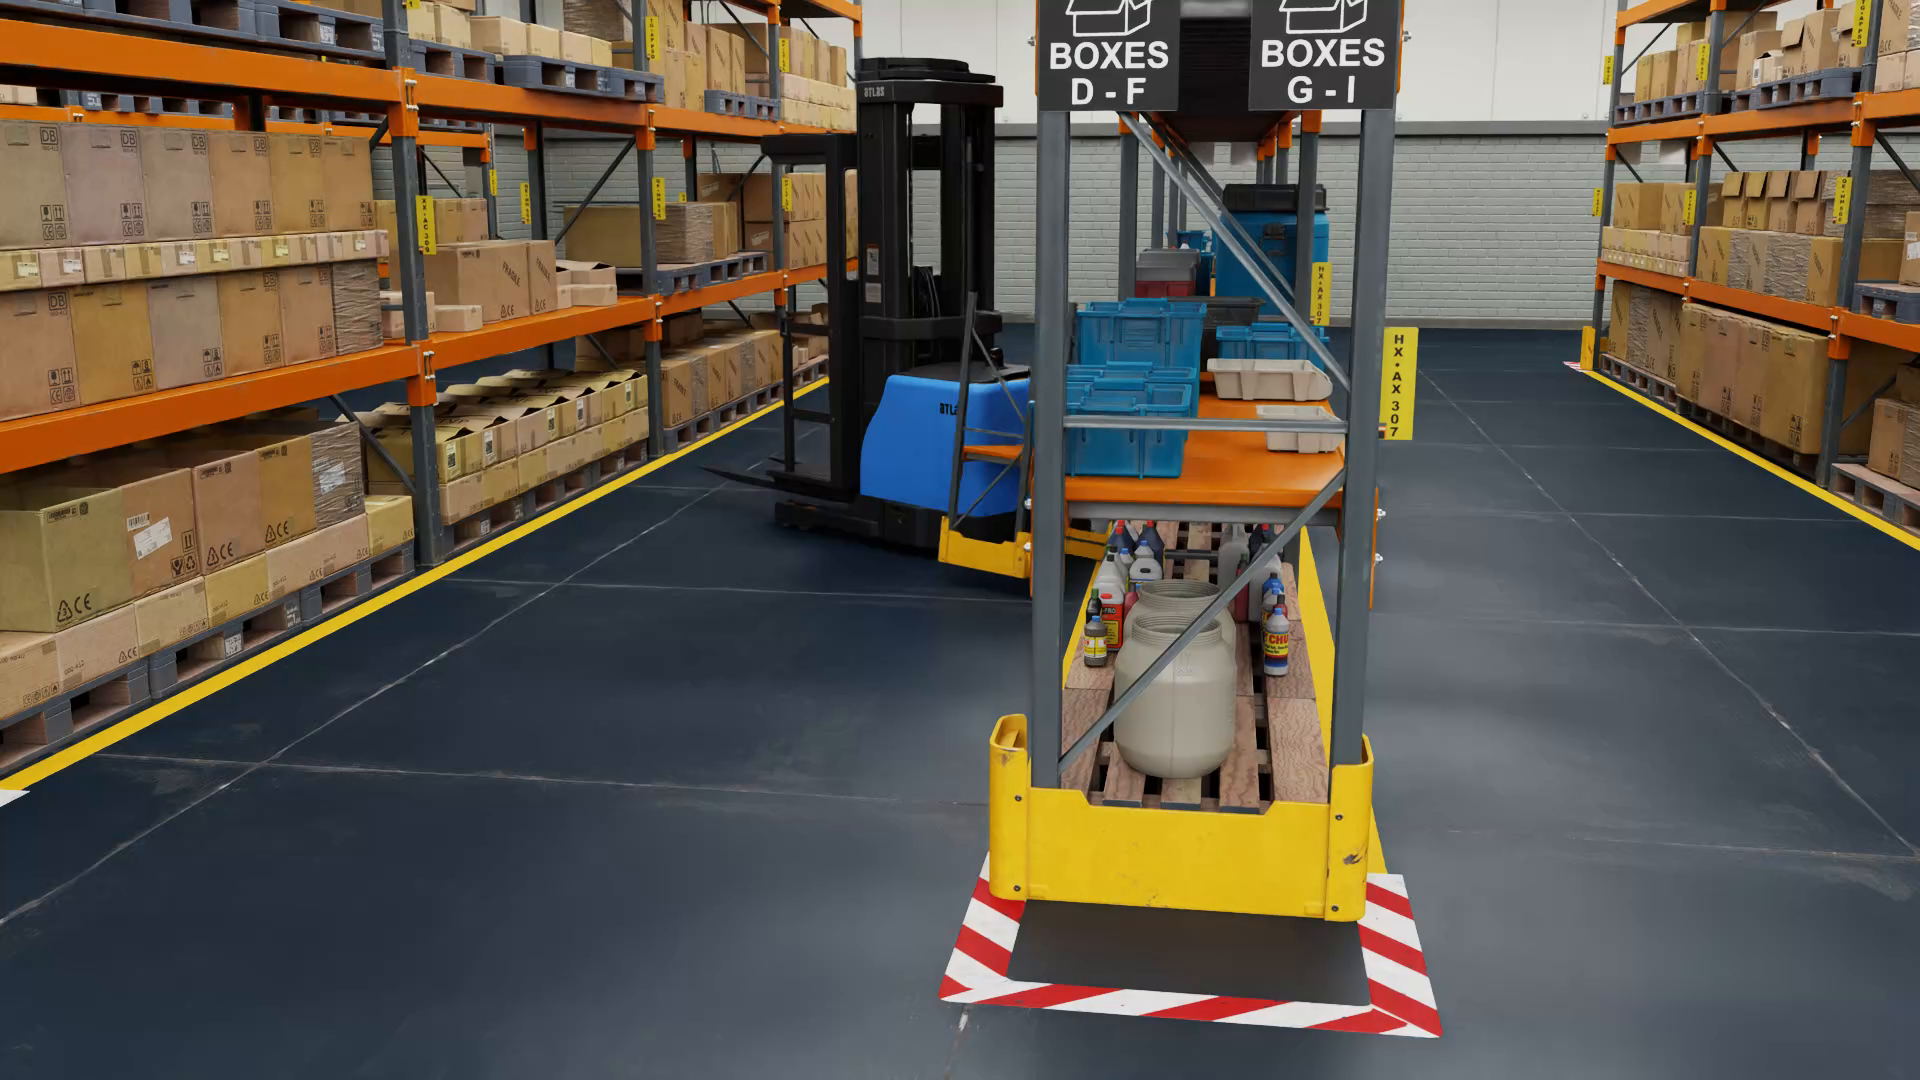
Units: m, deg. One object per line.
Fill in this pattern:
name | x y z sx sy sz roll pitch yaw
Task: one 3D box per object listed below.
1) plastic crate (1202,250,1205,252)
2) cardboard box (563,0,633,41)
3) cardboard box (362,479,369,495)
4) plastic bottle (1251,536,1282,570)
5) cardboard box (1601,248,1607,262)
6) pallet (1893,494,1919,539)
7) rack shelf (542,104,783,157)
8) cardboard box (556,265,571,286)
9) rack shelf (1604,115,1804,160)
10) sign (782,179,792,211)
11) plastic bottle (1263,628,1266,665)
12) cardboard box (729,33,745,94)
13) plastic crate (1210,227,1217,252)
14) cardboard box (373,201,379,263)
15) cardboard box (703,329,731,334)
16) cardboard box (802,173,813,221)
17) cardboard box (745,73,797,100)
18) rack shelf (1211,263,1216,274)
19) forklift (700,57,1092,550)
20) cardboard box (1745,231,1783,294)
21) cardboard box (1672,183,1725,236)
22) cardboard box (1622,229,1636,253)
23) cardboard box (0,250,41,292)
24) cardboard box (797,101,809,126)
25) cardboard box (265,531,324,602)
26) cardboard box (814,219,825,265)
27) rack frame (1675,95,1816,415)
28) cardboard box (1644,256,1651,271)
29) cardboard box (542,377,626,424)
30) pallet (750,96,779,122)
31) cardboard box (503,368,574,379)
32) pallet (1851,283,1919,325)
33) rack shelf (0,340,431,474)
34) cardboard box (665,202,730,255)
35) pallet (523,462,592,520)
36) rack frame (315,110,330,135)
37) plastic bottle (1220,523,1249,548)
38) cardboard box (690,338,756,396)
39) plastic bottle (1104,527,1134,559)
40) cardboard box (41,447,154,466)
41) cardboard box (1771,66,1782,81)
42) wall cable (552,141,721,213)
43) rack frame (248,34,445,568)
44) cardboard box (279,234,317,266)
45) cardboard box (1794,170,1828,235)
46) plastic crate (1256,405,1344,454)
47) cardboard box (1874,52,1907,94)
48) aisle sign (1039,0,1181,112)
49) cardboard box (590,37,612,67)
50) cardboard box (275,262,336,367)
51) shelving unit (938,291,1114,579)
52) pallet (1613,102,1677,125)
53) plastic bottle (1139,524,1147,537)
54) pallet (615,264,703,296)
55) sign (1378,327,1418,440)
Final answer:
plastic crate | 2.540 -3.106 18.270 0.293 0.136 0.466 2 12 9
cardboard box | -2.867 -4.257 13.395 0.500 0.500 0.500 2 12 9
cardboard box | -3.778 -0.286 10.232 0.500 0.250 0.500 2 12 8
plastic bottle | 1.445 0.162 7.864 0.144 0.351 0.185 2 12 8
cardboard box | 7.697 -3.320 19.374 0.380 0.149 0.250 2 12 9
pallet | 6.536 -0.061 10.277 1.003 0.211 1.213 2 12 9
rack shelf | -2.633 -3.693 15.098 1.077 0.370 4.000 2 12 9
cardboard box | -3.269 -1.939 12.581 0.500 0.311 0.500 2 12 8
rack shelf | 7.771 -4.204 17.468 1.077 0.370 4.000 2 12 9
sign | -1.776 -3.544 17.068 0.100 0.325 0.005 2 12 9
plastic bottle | 1.326 0.428 6.983 0.097 0.201 0.097 0 12 0
cardboard box | -2.475 -4.662 16.413 0.600 0.600 0.600 1 12 3
plastic crate | 3.317 -3.637 20.024 0.616 0.435 0.499 2 12 9
cardboard box | -7.121 -3.414 18.501 0.980 0.700 0.700 2 12 10
cardboard box | -2.640 -1.895 17.056 0.500 0.500 0.500 1 12 6
cardboard box | -1.896 -3.729 18.065 0.500 0.500 0.500 1 12 7
cardboard box | -2.005 -4.725 17.349 0.500 0.250 0.500 2 12 9
rack shelf | 2.877 -2.898 18.529 1.077 0.370 4.000 2 12 9
forklift | -0.568 -1.557 10.759 1.130 2.935 3.031 -12 17 -43
cardboard box | 6.917 -2.318 13.891 0.500 0.500 0.500 2 12 10
cardboard box | 7.269 -3.216 16.166 0.500 0.500 0.500 2 12 10
cardboard box | 7.583 -3.274 18.214 0.500 0.250 0.500 1 12 7
cardboard box | -3.820 -1.044 6.443 0.380 0.149 0.250 2 12 9
cardboard box | -1.925 -4.585 17.884 0.500 0.250 0.500 2 12 9
cardboard box | -3.560 0.121 8.340 0.500 0.250 0.500 2 12 9
cardboard box | -1.823 -3.352 18.689 0.500 0.500 0.500 2 12 8
rack frame | 7.463 -2.673 15.777 1.000 3.000 0.127 2 12 9
cardboard box | 7.383 -2.892 17.388 0.380 0.149 0.250 2 12 8
cardboard box | -2.851 -1.072 12.546 0.500 0.311 0.500 2 12 8
pallet | -2.495 -4.236 16.354 1.213 0.211 1.003 2 12 9
cardboard box | -3.311 -1.198 13.131 0.500 0.311 0.500 2 12 11
pallet | 6.843 -1.595 11.229 1.213 0.211 1.003 2 12 9
rack shelf | -3.863 -0.561 7.686 1.077 0.370 4.000 2 12 9
cardboard box | -2.662 -3.012 16.117 0.700 0.500 0.500 4 13 18
pallet | -3.295 -0.376 11.735 1.003 0.211 1.213 2 12 9
rack frame | -7.220 -3.155 18.011 1.000 3.000 0.127 2 12 9
plastic bottle | 1.382 0.050 8.383 0.144 0.351 0.185 2 12 9
cardboard box | -2.280 -1.669 16.006 0.500 0.500 0.500 2 12 9
plastic bottle | 0.775 0.106 8.127 0.144 0.351 0.185 1 12 6
cardboard box | -4.165 -0.159 7.859 0.500 0.500 0.500 2 12 9
cardboard box | 7.086 -3.917 14.027 0.380 0.149 0.250 1 12 6
wall cable | -5.382 -6.568 26.979 3.097 2.526 0.112 2 12 9
rack frame | -3.555 -1.329 9.542 1.000 3.000 0.127 2 12 9
cardboard box | -3.503 -1.471 8.423 0.380 0.149 0.250 2 12 9
cardboard box | 7.079 -2.667 13.130 0.797 0.503 0.637 2 12 10
plastic crate | 1.179 -0.383 5.774 0.298 0.136 0.250 2 12 9
cardboard box | 6.524 -3.144 11.197 0.500 0.250 0.500 2 12 10
aisle sign | 0.419 -1.601 4.632 0.394 0.787 0.004 2 12 9
cardboard box | -2.954 -3.664 12.615 0.500 0.250 0.500 1 12 4
cardboard box | -3.692 -1.176 8.592 0.700 0.500 0.500 2 12 8
shelving unit | 0.492 -0.606 9.454 0.587 1.500 1.083 11 10 35
pallet | 7.974 -4.774 18.616 1.003 0.211 1.213 2 12 9
plastic bottle | 0.939 0.068 8.460 0.061 0.283 0.133 2 12 9
pallet | -2.905 -2.212 14.092 1.213 0.211 1.003 2 12 9
sign | 1.266 -0.452 4.814 0.100 0.325 0.005 2 12 9
